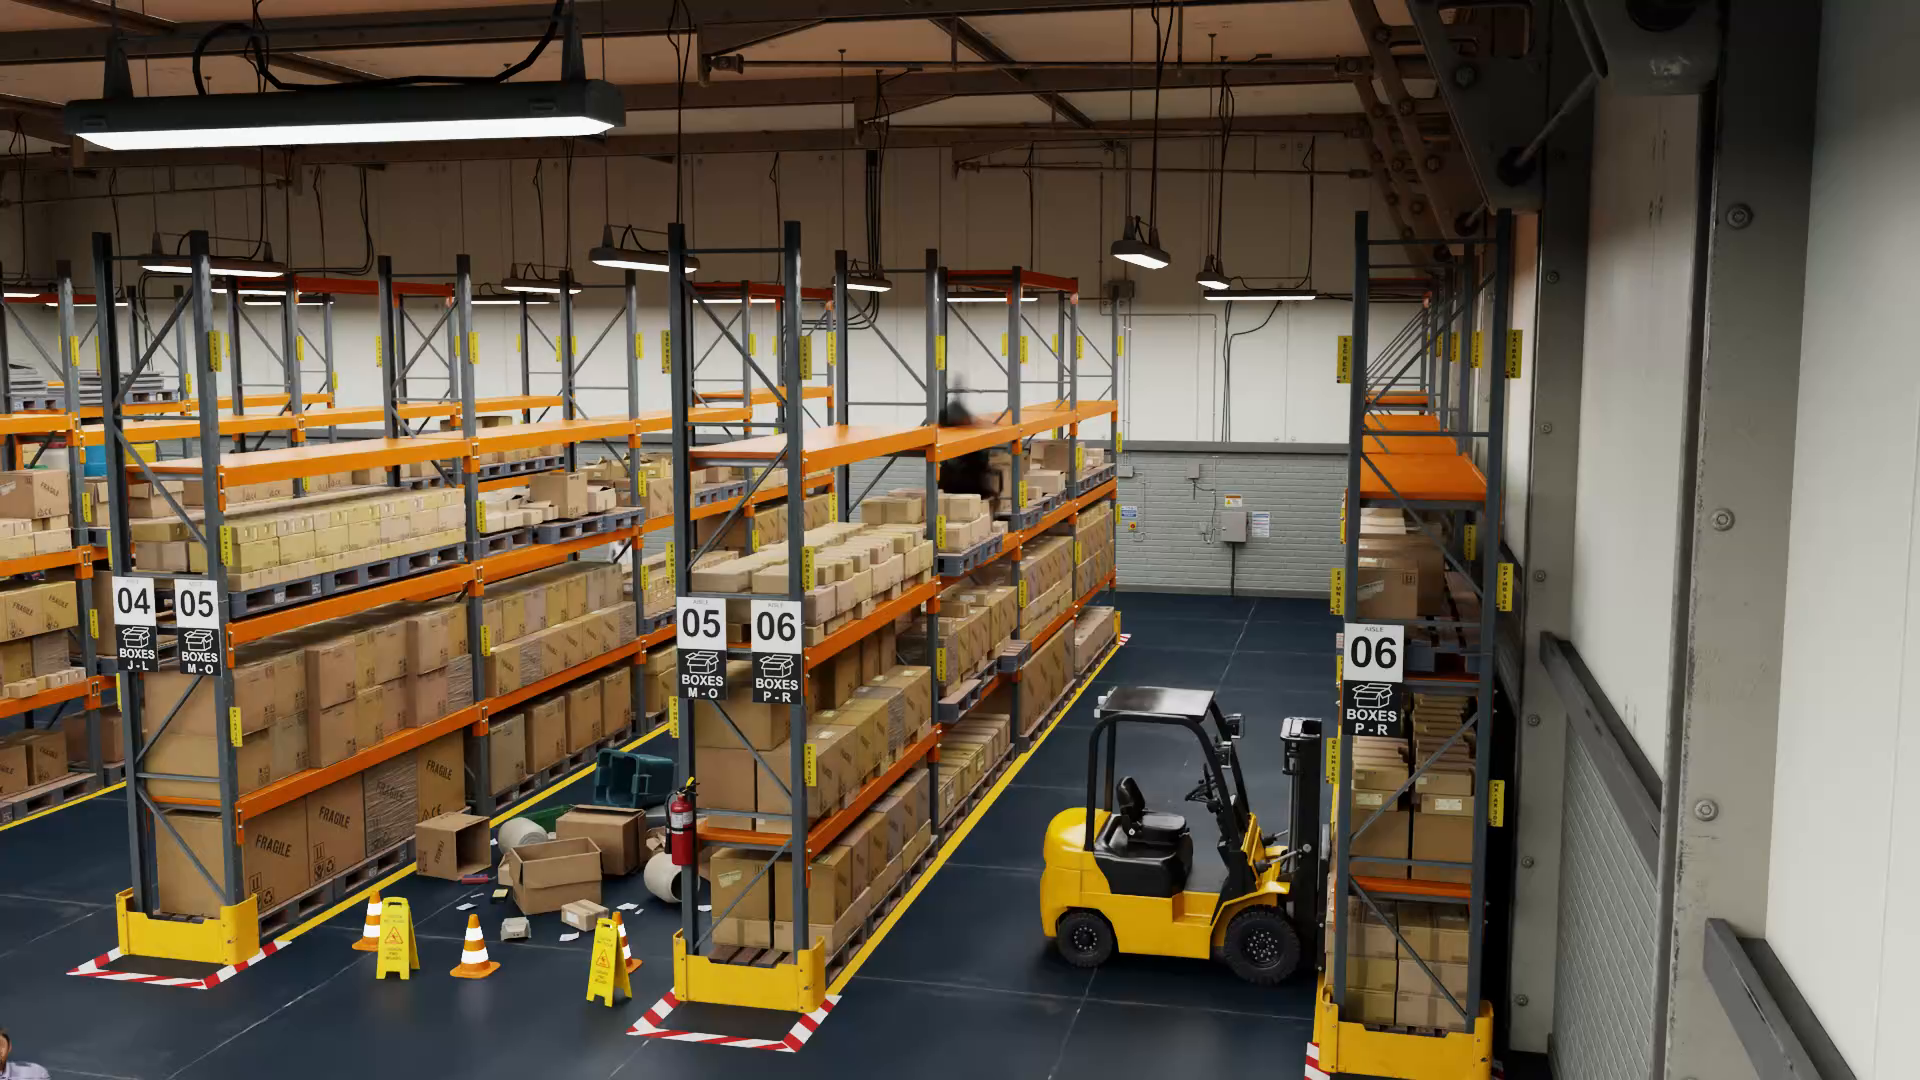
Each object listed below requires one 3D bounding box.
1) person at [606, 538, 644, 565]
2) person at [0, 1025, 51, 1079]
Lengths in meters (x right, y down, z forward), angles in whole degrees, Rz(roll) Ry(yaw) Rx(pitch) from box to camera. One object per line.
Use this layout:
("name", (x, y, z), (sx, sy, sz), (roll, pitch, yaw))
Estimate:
("person", (-6.091, 0.615, 30.386), (0.703, 1.752, 0.740), (-3, 8, -22))
("person", (-5.048, 3.317, 8.737), (0.613, 1.598, 0.688), (-4, 8, -30))
